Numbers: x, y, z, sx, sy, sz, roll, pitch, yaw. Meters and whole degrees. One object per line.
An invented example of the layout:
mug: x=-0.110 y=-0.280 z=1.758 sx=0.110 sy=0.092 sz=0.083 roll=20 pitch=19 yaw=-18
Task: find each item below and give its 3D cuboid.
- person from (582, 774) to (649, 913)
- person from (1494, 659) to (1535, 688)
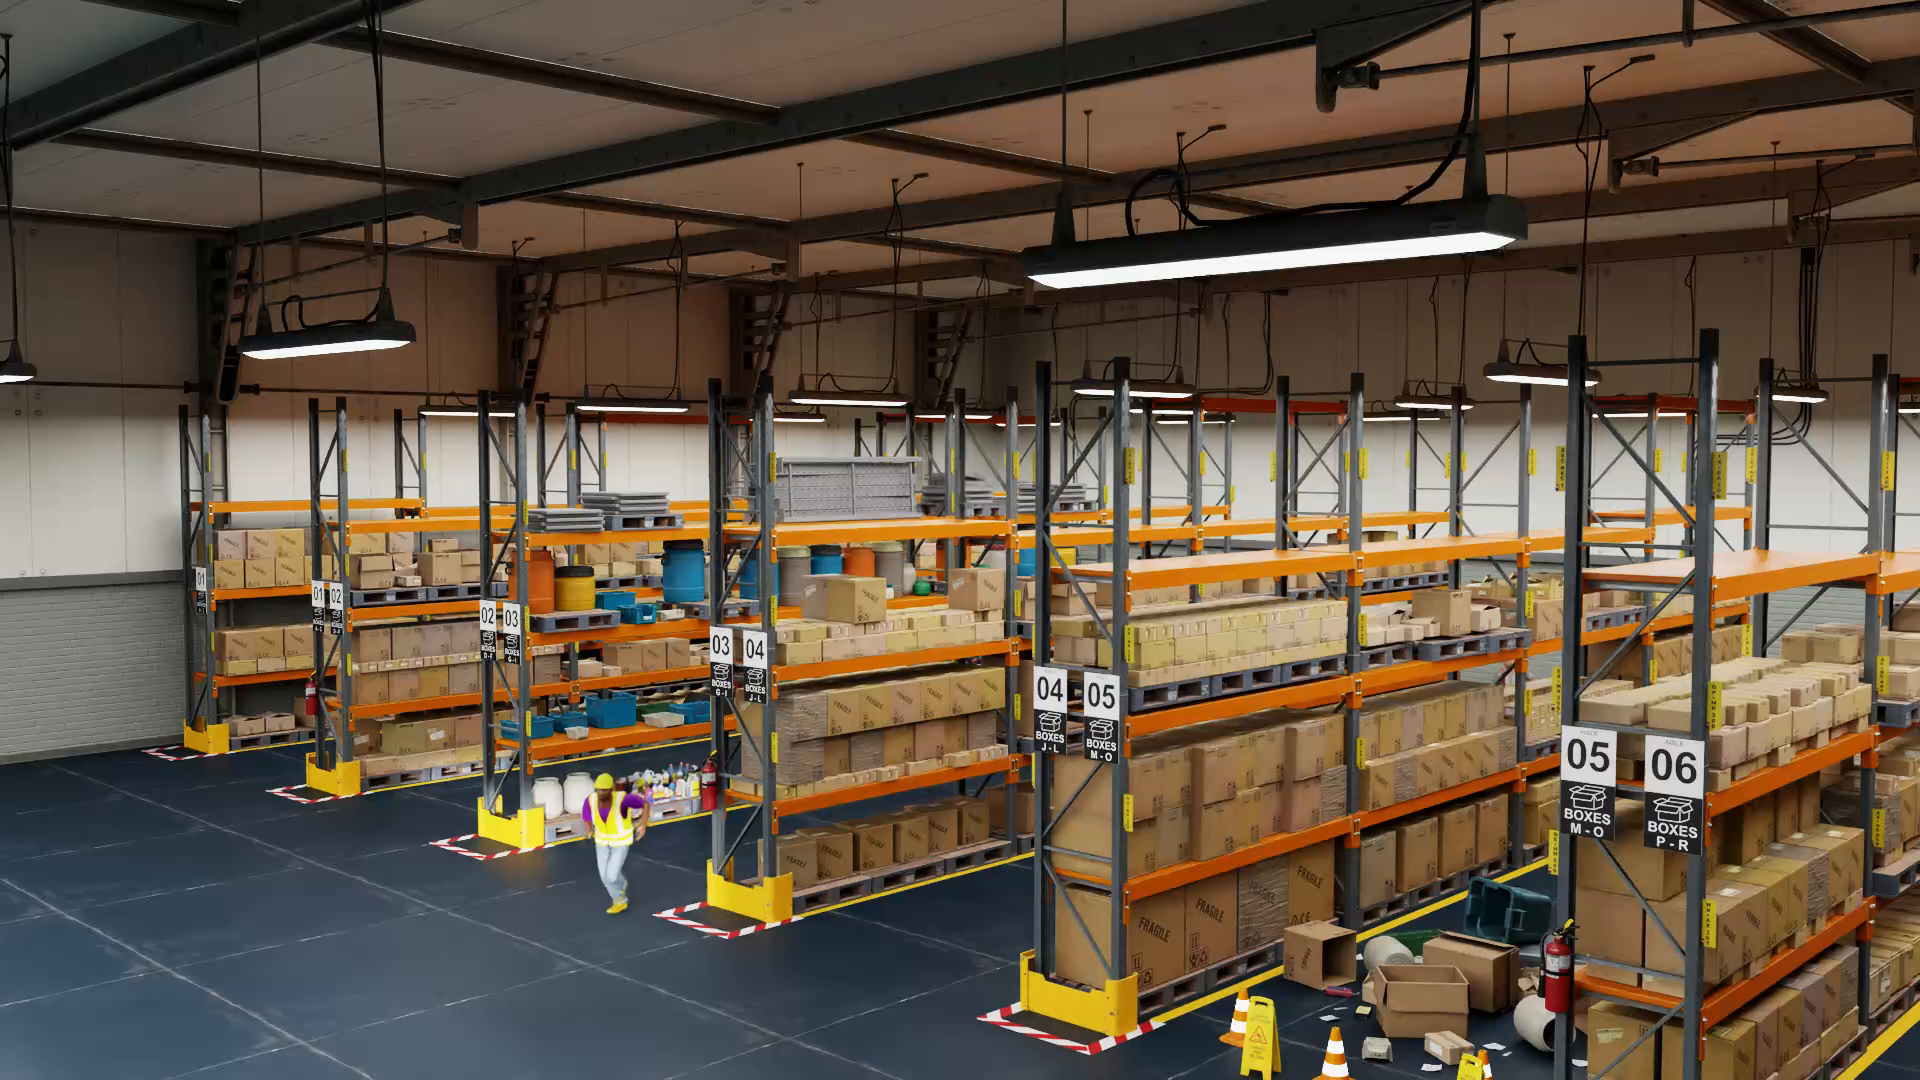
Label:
person: x=-3.827 y=3.364 z=18.356 sx=0.680 sy=1.635 sz=0.795 roll=1 pitch=3 yaw=11
person: x=9.589 y=2.794 z=28.736 sx=0.739 sy=1.701 sz=0.566 roll=2 pitch=3 yaw=30
